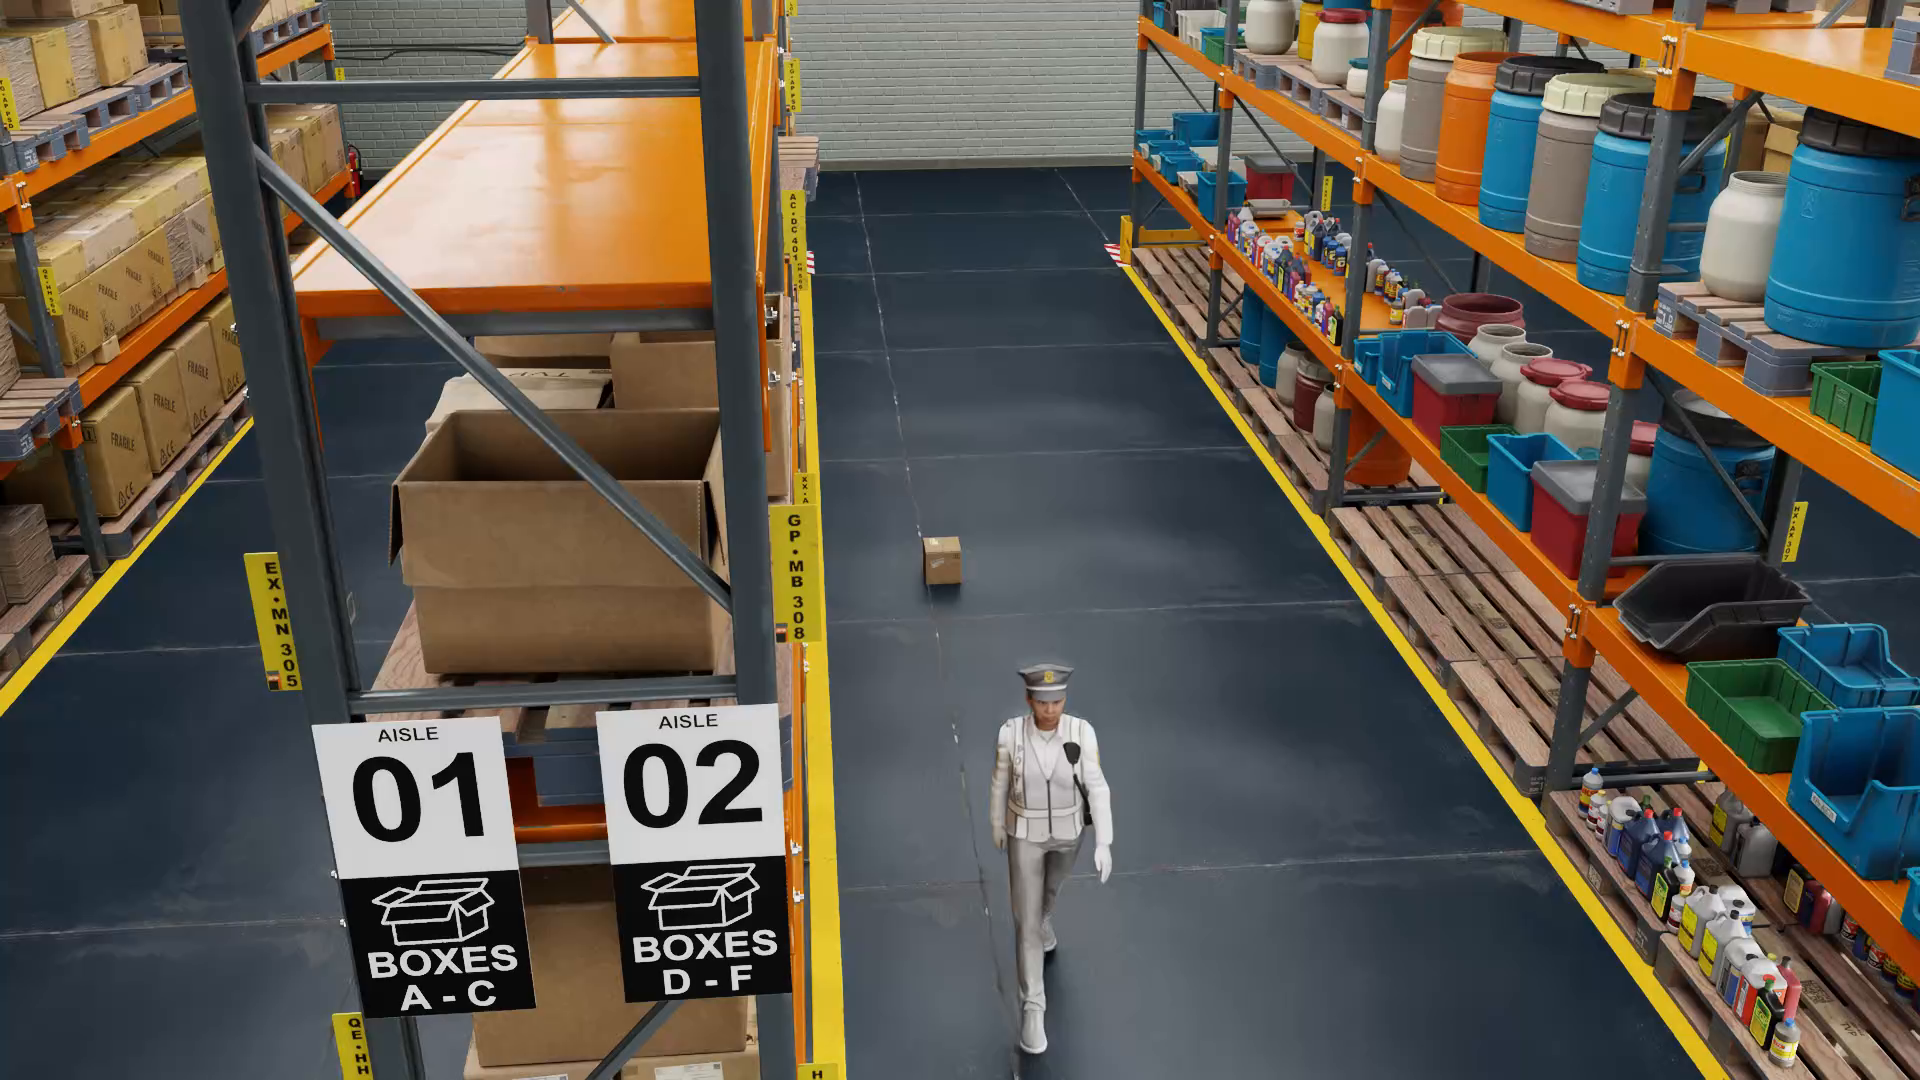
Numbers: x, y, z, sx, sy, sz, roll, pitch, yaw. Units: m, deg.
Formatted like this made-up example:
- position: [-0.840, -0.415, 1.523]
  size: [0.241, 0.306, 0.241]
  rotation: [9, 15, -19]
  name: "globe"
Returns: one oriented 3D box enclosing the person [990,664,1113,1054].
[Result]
- position: [0.407, 1.296, 7.310]
  size: [0.505, 1.630, 0.978]
  rotation: [-3, 24, -6]
  name: "person"
